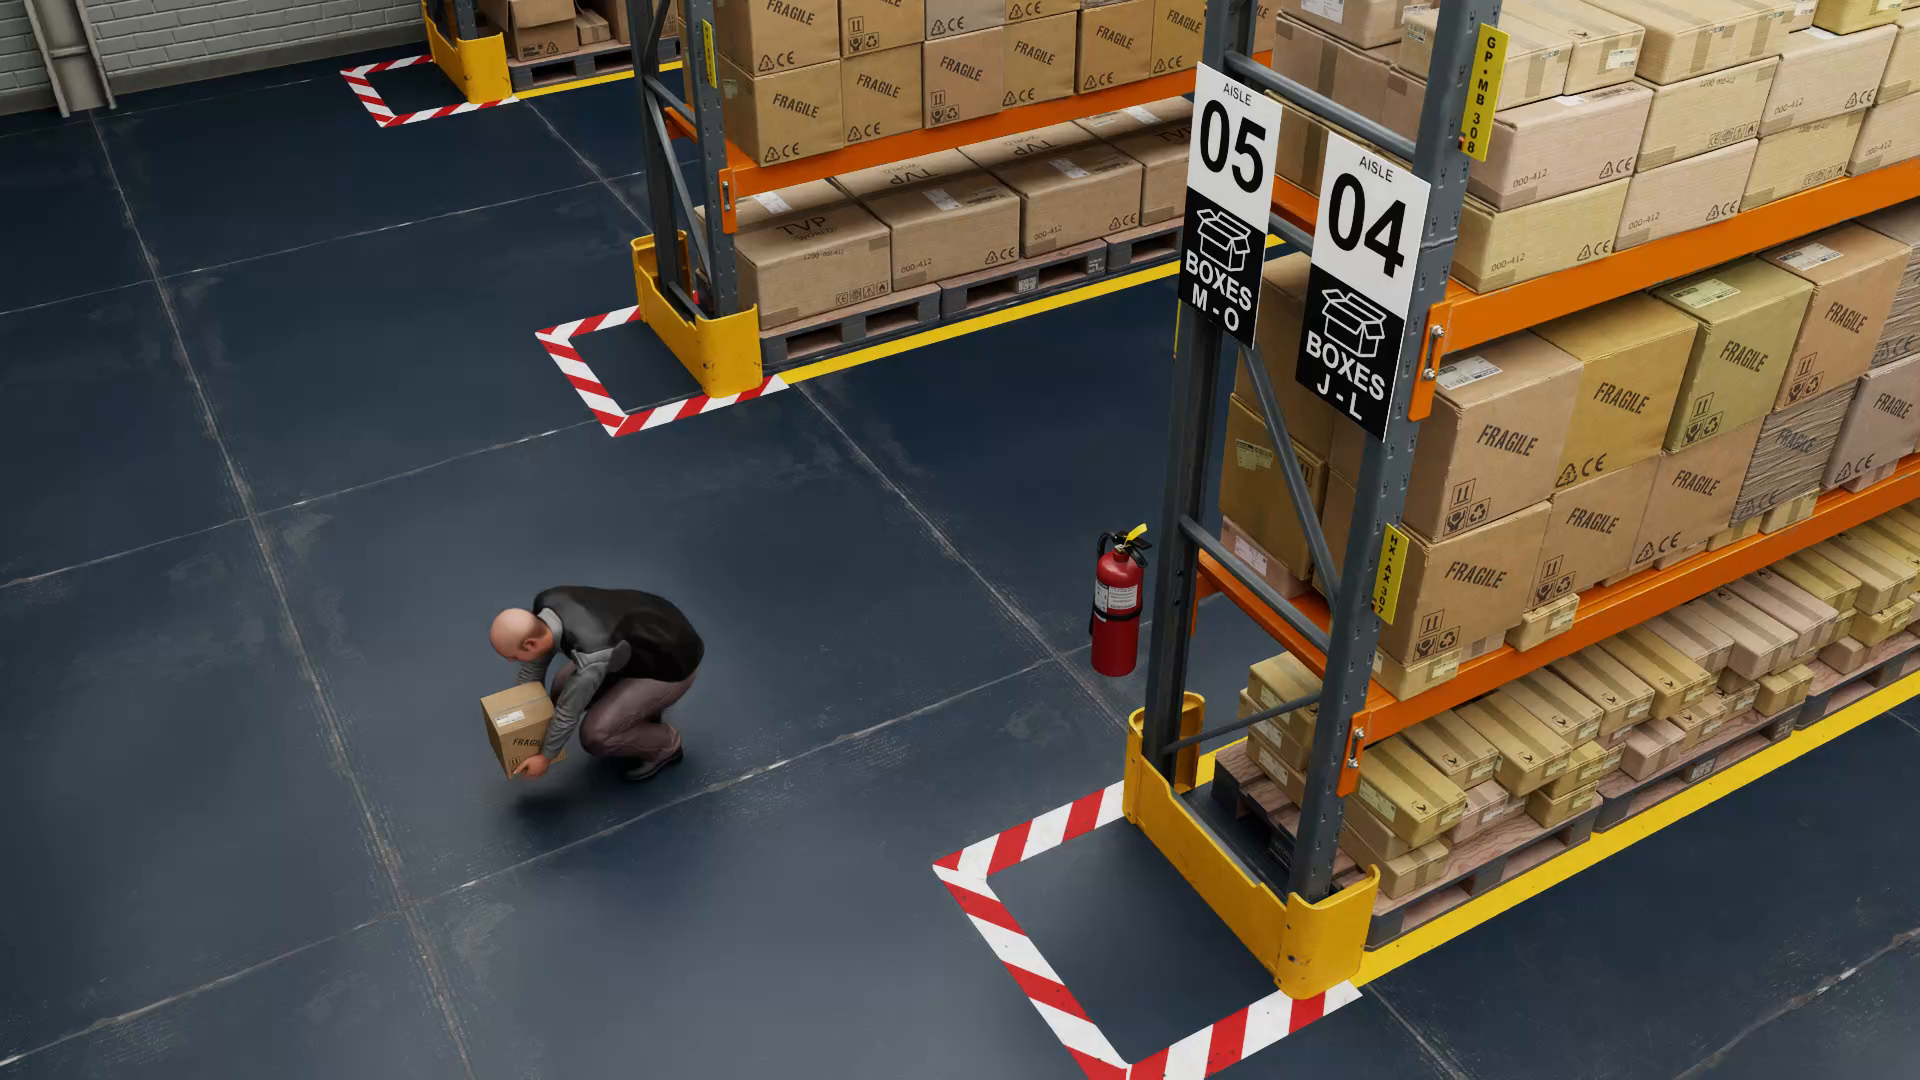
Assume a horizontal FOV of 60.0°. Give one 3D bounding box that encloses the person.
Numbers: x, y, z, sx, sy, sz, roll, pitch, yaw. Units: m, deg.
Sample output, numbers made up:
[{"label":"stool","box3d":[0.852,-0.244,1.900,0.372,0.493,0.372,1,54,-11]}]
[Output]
[{"label":"person","box3d":[-1.490,0.554,6.845,0.879,0.970,0.515,-20,41,-25]}]
